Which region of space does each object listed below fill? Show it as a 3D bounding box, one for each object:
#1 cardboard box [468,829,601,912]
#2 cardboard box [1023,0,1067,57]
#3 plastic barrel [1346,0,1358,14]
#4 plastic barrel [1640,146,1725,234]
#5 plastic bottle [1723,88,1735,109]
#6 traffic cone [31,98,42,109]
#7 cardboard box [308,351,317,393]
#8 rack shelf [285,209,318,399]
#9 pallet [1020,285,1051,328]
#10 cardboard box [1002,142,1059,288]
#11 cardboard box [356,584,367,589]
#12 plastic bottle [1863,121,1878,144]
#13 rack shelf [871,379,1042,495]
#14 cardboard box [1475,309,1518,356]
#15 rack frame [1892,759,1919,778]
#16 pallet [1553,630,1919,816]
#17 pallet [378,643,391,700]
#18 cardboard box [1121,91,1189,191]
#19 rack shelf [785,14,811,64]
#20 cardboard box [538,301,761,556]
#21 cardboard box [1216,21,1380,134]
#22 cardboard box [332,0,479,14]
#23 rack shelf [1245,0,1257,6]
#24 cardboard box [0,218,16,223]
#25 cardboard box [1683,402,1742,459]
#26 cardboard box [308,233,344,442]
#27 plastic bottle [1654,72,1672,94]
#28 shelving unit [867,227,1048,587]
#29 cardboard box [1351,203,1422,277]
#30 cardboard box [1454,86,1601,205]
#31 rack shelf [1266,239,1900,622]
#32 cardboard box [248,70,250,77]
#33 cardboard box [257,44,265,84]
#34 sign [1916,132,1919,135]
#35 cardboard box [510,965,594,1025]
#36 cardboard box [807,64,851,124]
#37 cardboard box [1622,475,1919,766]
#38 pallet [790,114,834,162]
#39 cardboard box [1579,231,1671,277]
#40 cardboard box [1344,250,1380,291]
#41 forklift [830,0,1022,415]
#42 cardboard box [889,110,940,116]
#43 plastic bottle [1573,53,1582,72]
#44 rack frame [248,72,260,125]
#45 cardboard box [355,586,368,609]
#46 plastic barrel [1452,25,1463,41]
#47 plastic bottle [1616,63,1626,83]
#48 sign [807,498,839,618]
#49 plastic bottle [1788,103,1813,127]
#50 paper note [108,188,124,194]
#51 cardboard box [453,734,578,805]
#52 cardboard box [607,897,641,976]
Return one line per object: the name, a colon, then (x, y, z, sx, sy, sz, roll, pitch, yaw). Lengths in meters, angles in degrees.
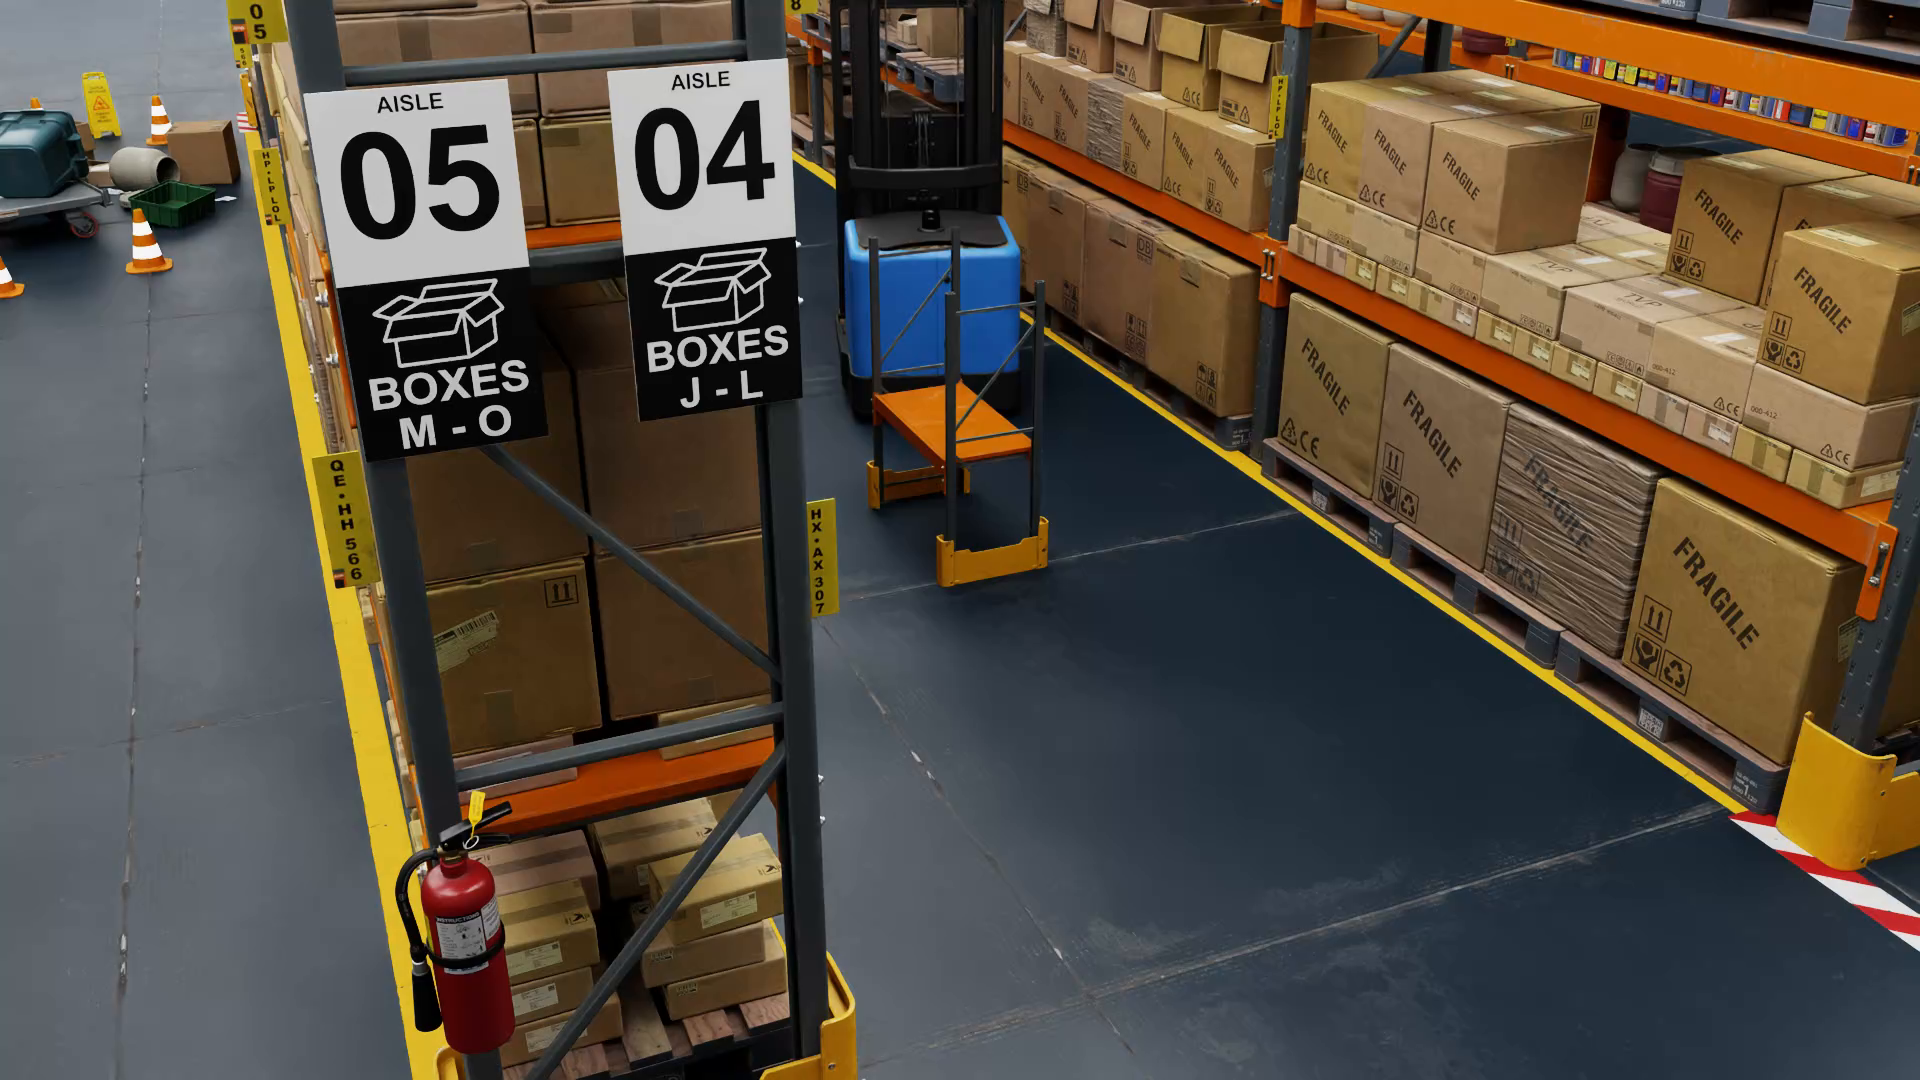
cardboard box: (-1.346, 1.075, 5.221, 0.380, 0.149, 0.250, -10, 28, -20)
cardboard box: (0.882, -3.707, 11.666, 0.797, 0.503, 0.637, -10, 28, -19)
plastic barrel: (3.978, -5.352, 16.451, 0.301, 0.262, 0.301, 0, 26, 0)
plastic barrel: (5.817, -2.815, 13.366, 0.600, 0.588, 0.708, -11, 28, -21)
plastic bottle: (5.728, -3.301, 12.318, 0.097, 0.201, 0.097, 0, 26, 0)
traffic cone: (-9.398, -4.272, 16.973, 0.336, 0.463, 0.334, -11, 28, -21)
cardboard box: (-3.545, -1.025, 9.801, 0.500, 0.500, 0.500, -11, 28, -22)
rack shelf: (-3.210, -1.567, 9.361, 1.077, 0.370, 4.000, -11, 28, -21)
pallet: (0.850, -1.925, 12.452, 1.003, 0.211, 1.213, -11, 28, -21)
cardboard box: (0.861, -2.461, 12.315, 1.225, 0.875, 0.875, -12, 28, -23)
cardboard box: (-2.579, 0.077, 7.605, 0.380, 0.149, 0.250, -9, 28, -18)
plastic bottle: (6.212, -2.802, 11.296, 0.097, 0.201, 0.097, 0, 26, 0)
rack shelf: (-0.033, -0.547, 8.570, 0.538, 0.185, 1.000, -11, 28, -21)
cardboard box: (2.598, -0.976, 7.616, 0.380, 0.149, 0.250, -11, 28, -22)
rack frame: (3.740, -0.279, 5.903, 0.949, 2.616, 0.053, -11, 28, -21)
pallet: (3.358, 0.664, 7.149, 1.003, 0.211, 1.213, -11, 28, -21)
pallet: (-2.131, 0.435, 7.618, 1.003, 0.211, 1.213, -11, 28, -21)
cardboard box: (1.344, -2.492, 10.321, 0.500, 0.500, 0.500, -11, 28, -21)
rack shelf: (-1.739, -5.608, 17.637, 1.077, 0.370, 4.000, -11, 28, -21)
cardboard box: (-0.792, -0.323, 4.400, 0.500, 0.500, 0.500, -11, 28, -21)
cardboard box: (1.919, -2.647, 9.494, 0.797, 0.503, 0.637, -11, 28, -22)
cardboard box: (-1.261, -1.236, 3.591, 0.380, 0.149, 0.250, -11, 28, -21)
rack shelf: (2.818, -6.459, 19.380, 1.077, 0.370, 4.000, -11, 28, -21)
cardboard box: (-8.419, -2.890, 14.367, 0.396, 0.266, 0.258, 13, 29, 24)
cardboard box: (3.100, -0.461, 6.561, 0.380, 0.149, 0.250, -11, 28, -20)
cardboard box: (-1.679, -0.651, 5.072, 0.500, 0.500, 0.500, -9, 27, -18)
plastic bottle: (5.450, -3.603, 12.844, 0.061, 0.283, 0.133, -11, 28, -21)
shelving unit: (-0.030, -0.705, 8.484, 0.587, 1.500, 1.083, -11, 28, -21)
cardboard box: (2.310, -1.524, 8.285, 0.500, 0.250, 0.500, -11, 28, -21)
cardboard box: (2.795, -1.955, 8.313, 0.500, 0.500, 0.500, -10, 28, -20)
rack shelf: (2.960, -0.764, 7.715, 1.077, 0.370, 4.000, -11, 28, -21)
cardboard box: (-5.601, -4.099, 13.612, 0.500, 0.500, 0.500, -10, 28, -20)
cardboard box: (-2.098, -1.717, 5.600, 0.500, 0.250, 0.500, -9, 28, -18)
sign: (6.227, -2.776, 10.701, 0.100, 0.325, 0.005, -11, 28, -21)
cardboard box: (-1.330, 1.327, 5.046, 0.380, 0.149, 0.250, -11, 28, -22)
cardboard box: (-1.307, -4.588, 17.098, 0.500, 0.500, 0.500, -2, 26, -4)
cardboard box: (3.419, 0.242, 6.779, 0.875, 0.875, 0.875, -11, 28, -21)
pallet: (-1.252, -4.136, 16.980, 1.003, 0.211, 1.213, -11, 28, -21)
cardboard box: (3.191, -1.208, 7.637, 0.500, 0.250, 0.500, -11, 28, -22)
cardboard box: (2.193, -1.393, 8.470, 0.380, 0.149, 0.250, -10, 28, -19)
forklift: (-0.295, -2.696, 10.930, 1.130, 2.935, 3.031, -3, 26, -6)
cardboard box: (-0.347, -3.525, 14.899, 0.700, 0.500, 0.500, -13, 29, -25)
plastic bottle: (5.098, -3.950, 13.648, 0.097, 0.201, 0.097, 0, 26, 0)
rack frame: (-7.126, -5.927, 17.471, 1.000, 3.000, 0.127, -11, 28, -21)
cardboard box: (-2.580, 0.212, 7.668, 0.380, 0.149, 0.250, -12, 28, -23)
plastic barrel: (4.568, -4.789, 15.012, 0.421, 0.512, 0.421, 0, 26, 0)
plastic bottle: (5.293, -3.749, 13.235, 0.097, 0.201, 0.097, 0, 26, 0)
sign: (-0.361, 0.050, 4.243, 0.100, 0.325, 0.005, -11, 28, -21)
plastic bottle: (6.001, -3.113, 11.763, 0.144, 0.351, 0.185, -11, 28, -21)
paper note: (-7.775, -3.209, 15.296, 0.172, 0.023, 0.155, -1, 26, -3)
cardboard box: (-1.248, 0.562, 4.467, 0.380, 0.149, 0.250, -11, 28, -21)
cardboard box: (-0.949, 1.266, 5.509, 0.380, 0.149, 0.250, -11, 28, -21)
